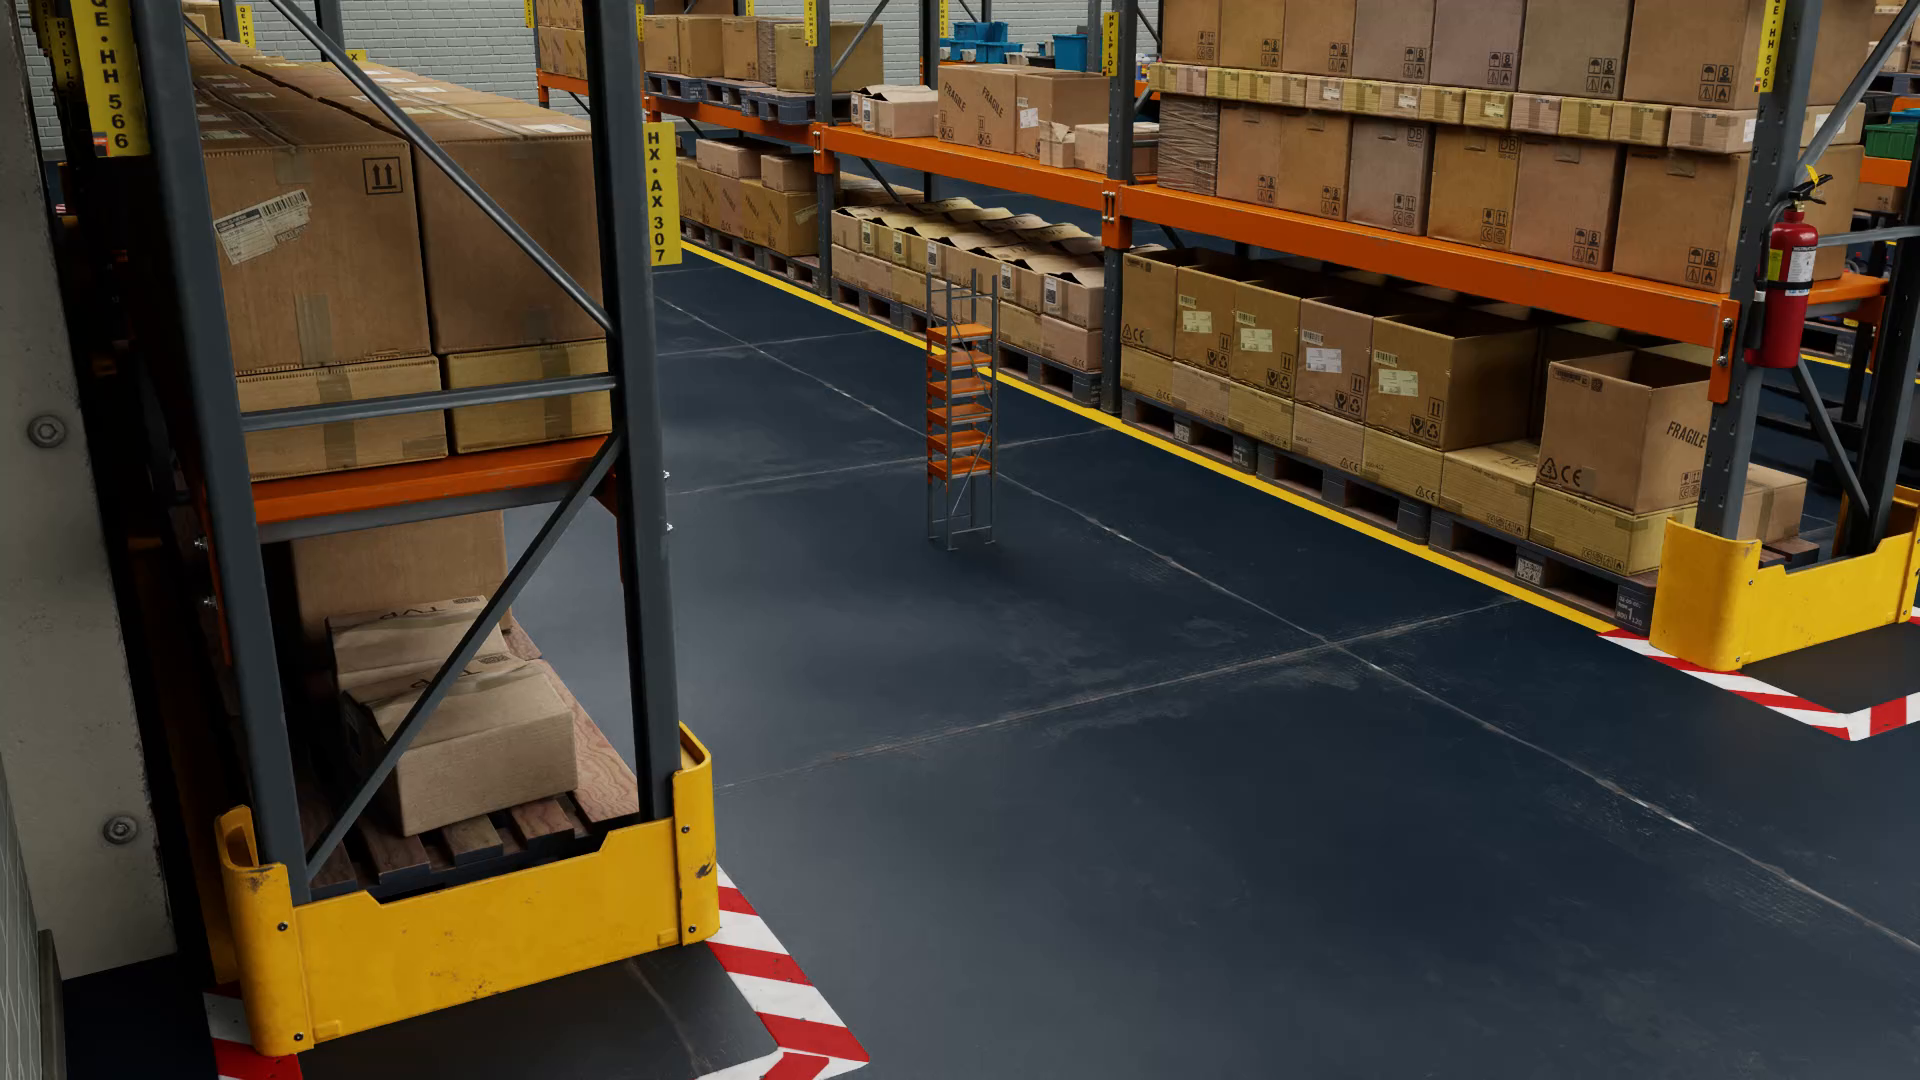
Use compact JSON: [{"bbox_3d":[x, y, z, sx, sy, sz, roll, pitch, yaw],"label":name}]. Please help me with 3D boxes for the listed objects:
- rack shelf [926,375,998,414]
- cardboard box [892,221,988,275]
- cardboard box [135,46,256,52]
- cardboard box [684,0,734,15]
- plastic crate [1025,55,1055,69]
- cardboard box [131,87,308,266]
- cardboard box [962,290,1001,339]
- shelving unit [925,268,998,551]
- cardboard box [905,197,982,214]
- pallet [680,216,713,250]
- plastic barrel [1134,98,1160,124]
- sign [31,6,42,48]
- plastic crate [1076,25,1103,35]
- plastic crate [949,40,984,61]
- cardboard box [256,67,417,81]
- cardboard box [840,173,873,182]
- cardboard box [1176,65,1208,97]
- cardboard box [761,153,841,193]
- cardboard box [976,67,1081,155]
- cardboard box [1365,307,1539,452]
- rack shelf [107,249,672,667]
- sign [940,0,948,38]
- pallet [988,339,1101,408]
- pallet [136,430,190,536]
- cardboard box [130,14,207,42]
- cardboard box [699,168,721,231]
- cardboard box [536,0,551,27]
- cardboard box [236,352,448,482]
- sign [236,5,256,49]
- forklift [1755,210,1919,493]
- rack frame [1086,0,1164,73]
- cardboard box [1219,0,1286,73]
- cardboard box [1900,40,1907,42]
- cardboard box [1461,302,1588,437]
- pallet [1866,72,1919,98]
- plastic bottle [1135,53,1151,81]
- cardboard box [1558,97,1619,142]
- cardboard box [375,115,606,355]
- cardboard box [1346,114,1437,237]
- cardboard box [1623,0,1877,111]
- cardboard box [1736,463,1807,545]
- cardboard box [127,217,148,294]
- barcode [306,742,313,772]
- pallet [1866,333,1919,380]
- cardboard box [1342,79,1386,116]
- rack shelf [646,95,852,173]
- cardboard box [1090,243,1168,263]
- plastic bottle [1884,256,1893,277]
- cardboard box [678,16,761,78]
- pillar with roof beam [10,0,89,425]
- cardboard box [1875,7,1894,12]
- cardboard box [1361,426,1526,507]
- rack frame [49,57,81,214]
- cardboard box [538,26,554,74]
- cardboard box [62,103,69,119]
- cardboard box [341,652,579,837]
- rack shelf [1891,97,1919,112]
[{"bbox_3d":[0.007,-0.634,7.231,0.258,0.103,0.180,-10,21,-27],"label":"rack shelf"},{"bbox_3d":[-0.134,-2.045,11.502,0.500,0.311,0.500,-11,22,-28],"label":"cardboard box"},{"bbox_3d":[-4.136,-2.372,8.911,0.700,0.500,0.500,-10,21,-27],"label":"cardboard box"},{"bbox_3d":[-2.497,-5.220,16.306,0.500,0.500,0.500,-9,21,-25],"label":"cardboard box"},{"bbox_3d":[1.073,-5.465,19.033,0.437,0.125,0.590,-10,21,-27],"label":"plastic crate"},{"bbox_3d":[-2.310,-1.142,5.223,0.500,0.500,0.500,-10,21,-26],"label":"cardboard box"},{"bbox_3d":[0.345,-1.490,10.753,0.500,0.250,0.500,-9,21,-25],"label":"cardboard box"},{"bbox_3d":[0.007,-0.563,7.255,0.258,1.200,0.189,-10,21,-27],"label":"shelving unit"},{"bbox_3d":[-0.155,-2.424,12.602,0.500,0.311,0.500,-9,21,-25],"label":"cardboard box"},{"bbox_3d":[-2.101,-2.975,15.762,1.003,0.211,1.213,-10,21,-27],"label":"pallet"},{"bbox_3d":[2.084,-4.335,18.001,0.600,0.901,0.708,-10,21,-27],"label":"plastic barrel"},{"bbox_3d":[-7.366,-4.113,13.335,0.100,0.325,0.005,-10,21,-27],"label":"sign"},{"bbox_3d":[1.637,-5.641,19.022,0.402,0.464,0.583,-10,21,-27],"label":"plastic crate"},{"bbox_3d":[0.081,-6.074,20.632,0.416,0.233,0.300,-10,21,-27],"label":"plastic crate"},{"bbox_3d":[-2.341,-1.519,6.316,0.500,0.500,0.500,-10,21,-27],"label":"cardboard box"},{"bbox_3d":[-1.073,-2.868,14.335,0.500,0.500,0.500,-10,22,-27],"label":"cardboard box"},{"bbox_3d":[1.355,-2.399,8.670,0.380,0.149,0.250,-10,21,-26],"label":"cardboard box"},{"bbox_3d":[-1.302,-3.001,13.570,0.500,0.250,0.500,-9,21,-25],"label":"cardboard box"},{"bbox_3d":[0.440,-2.790,10.796,0.500,0.500,0.500,-10,21,-27],"label":"cardboard box"},{"bbox_3d":[2.174,-0.722,7.379,0.500,0.500,0.500,-10,21,-27],"label":"cardboard box"},{"bbox_3d":[-2.130,-0.542,5.538,1.077,0.370,4.000,-10,21,-27],"label":"rack shelf"},{"bbox_3d":[-0.134,-4.007,12.702,0.100,0.325,0.005,-10,21,-27],"label":"sign"},{"bbox_3d":[0.894,-1.112,10.362,1.003,0.211,1.213,-10,21,-27],"label":"pallet"},{"bbox_3d":[-3.450,-0.361,8.186,1.003,0.211,1.213,-10,21,-27],"label":"pallet"},{"bbox_3d":[-4.623,-2.982,9.684,0.380,0.149,0.250,-14,24,-36],"label":"cardboard box"},{"bbox_3d":[-2.011,-3.075,14.933,0.500,0.500,0.500,-10,21,-26],"label":"cardboard box"},{"bbox_3d":[-4.441,-6.021,18.628,0.500,0.500,0.500,-9,21,-25],"label":"cardboard box"},{"bbox_3d":[-1.572,-0.351,4.080,0.500,0.250,0.500,-10,21,-26],"label":"cardboard box"},{"bbox_3d":[-4.506,-3.201,10.488,0.100,0.325,0.005,-10,21,-27],"label":"sign"},{"bbox_3d":[4.845,-1.610,7.636,1.130,2.935,3.031,-9,21,-24],"label":"forklift"},{"bbox_3d":[1.841,-5.287,18.187,1.000,3.000,0.127,-10,21,-27],"label":"rack frame"},{"bbox_3d":[1.736,-2.614,8.297,0.700,0.500,0.500,-10,21,-27],"label":"cardboard box"},{"bbox_3d":[9.129,-4.604,15.770,0.396,0.266,0.258,-11,22,-28],"label":"cardboard box"},{"bbox_3d":[2.631,-0.803,7.613,0.500,0.500,0.500,-10,21,-27],"label":"cardboard box"},{"bbox_3d":[9.075,-4.254,15.486,1.003,0.211,1.213,-10,21,-27],"label":"pallet"},{"bbox_3d":[1.899,-4.932,17.347,0.152,0.276,0.135,-10,21,-27],"label":"plastic bottle"},{"bbox_3d":[2.582,-1.659,6.524,0.380,0.149,0.250,-10,22,-27],"label":"cardboard box"},{"bbox_3d":[-1.142,-0.785,4.188,0.500,0.500,0.500,-10,21,-27],"label":"cardboard box"},{"bbox_3d":[2.230,-1.703,7.648,0.700,0.500,0.500,-9,21,-25],"label":"cardboard box"},{"bbox_3d":[2.942,-1.888,6.194,0.700,0.500,0.500,-10,21,-26],"label":"cardboard box"},{"bbox_3d":[3.119,-0.163,6.910,0.500,0.250,0.500,-10,21,-27],"label":"cardboard box"},{"bbox_3d":[-2.791,-1.083,6.202,0.500,0.250,0.500,-11,22,-28],"label":"cardboard box"},{"bbox_3d":[-1.790,0.595,4.574,0.001,0.075,0.075,-10,21,-27],"label":"barcode"},{"bbox_3d":[6.505,-1.123,10.393,1.003,0.211,1.213,-10,21,-27],"label":"pallet"},{"bbox_3d":[1.974,-2.027,7.592,0.380,0.149,0.250,-10,21,-27],"label":"cardboard box"},{"bbox_3d":[-1.571,-3.607,14.420,1.077,0.370,4.000,-10,21,-27],"label":"rack shelf"},{"bbox_3d":[1.068,-1.690,10.474,0.500,0.311,0.500,-10,22,-27],"label":"cardboard box"},{"bbox_3d":[6.290,-1.751,11.326,0.144,0.351,0.185,-11,22,-29],"label":"plastic bottle"},{"bbox_3d":[-2.110,-4.409,14.844,0.700,0.500,0.500,-6,20,-18],"label":"cardboard box"},{"bbox_3d":[-1.334,-5.600,9.896,9.100,9.000,0.400,-10,21,-27],"label":"pillar with roof beam"},{"bbox_3d":[11.264,-6.448,20.379,0.380,0.149,0.250,-9,21,-24],"label":"cardboard box"},{"bbox_3d":[2.176,-0.368,7.503,0.500,0.250,0.500,-10,21,-27],"label":"cardboard box"},{"bbox_3d":[-8.778,-4.901,17.068,1.000,3.000,0.127,-10,21,-27],"label":"rack frame"},{"bbox_3d":[-4.441,-5.548,18.791,0.500,0.500,0.500,-9,21,-26],"label":"cardboard box"},{"bbox_3d":[-6.866,-3.422,13.136,0.380,0.149,0.250,-11,22,-28],"label":"cardboard box"},{"bbox_3d":[-1.429,0.543,4.740,0.500,0.311,0.500,-13,23,-33],"label":"cardboard box"},{"bbox_3d":[9.049,-3.992,15.536,1.077,0.370,4.000,-10,21,-27],"label":"rack shelf"}]
